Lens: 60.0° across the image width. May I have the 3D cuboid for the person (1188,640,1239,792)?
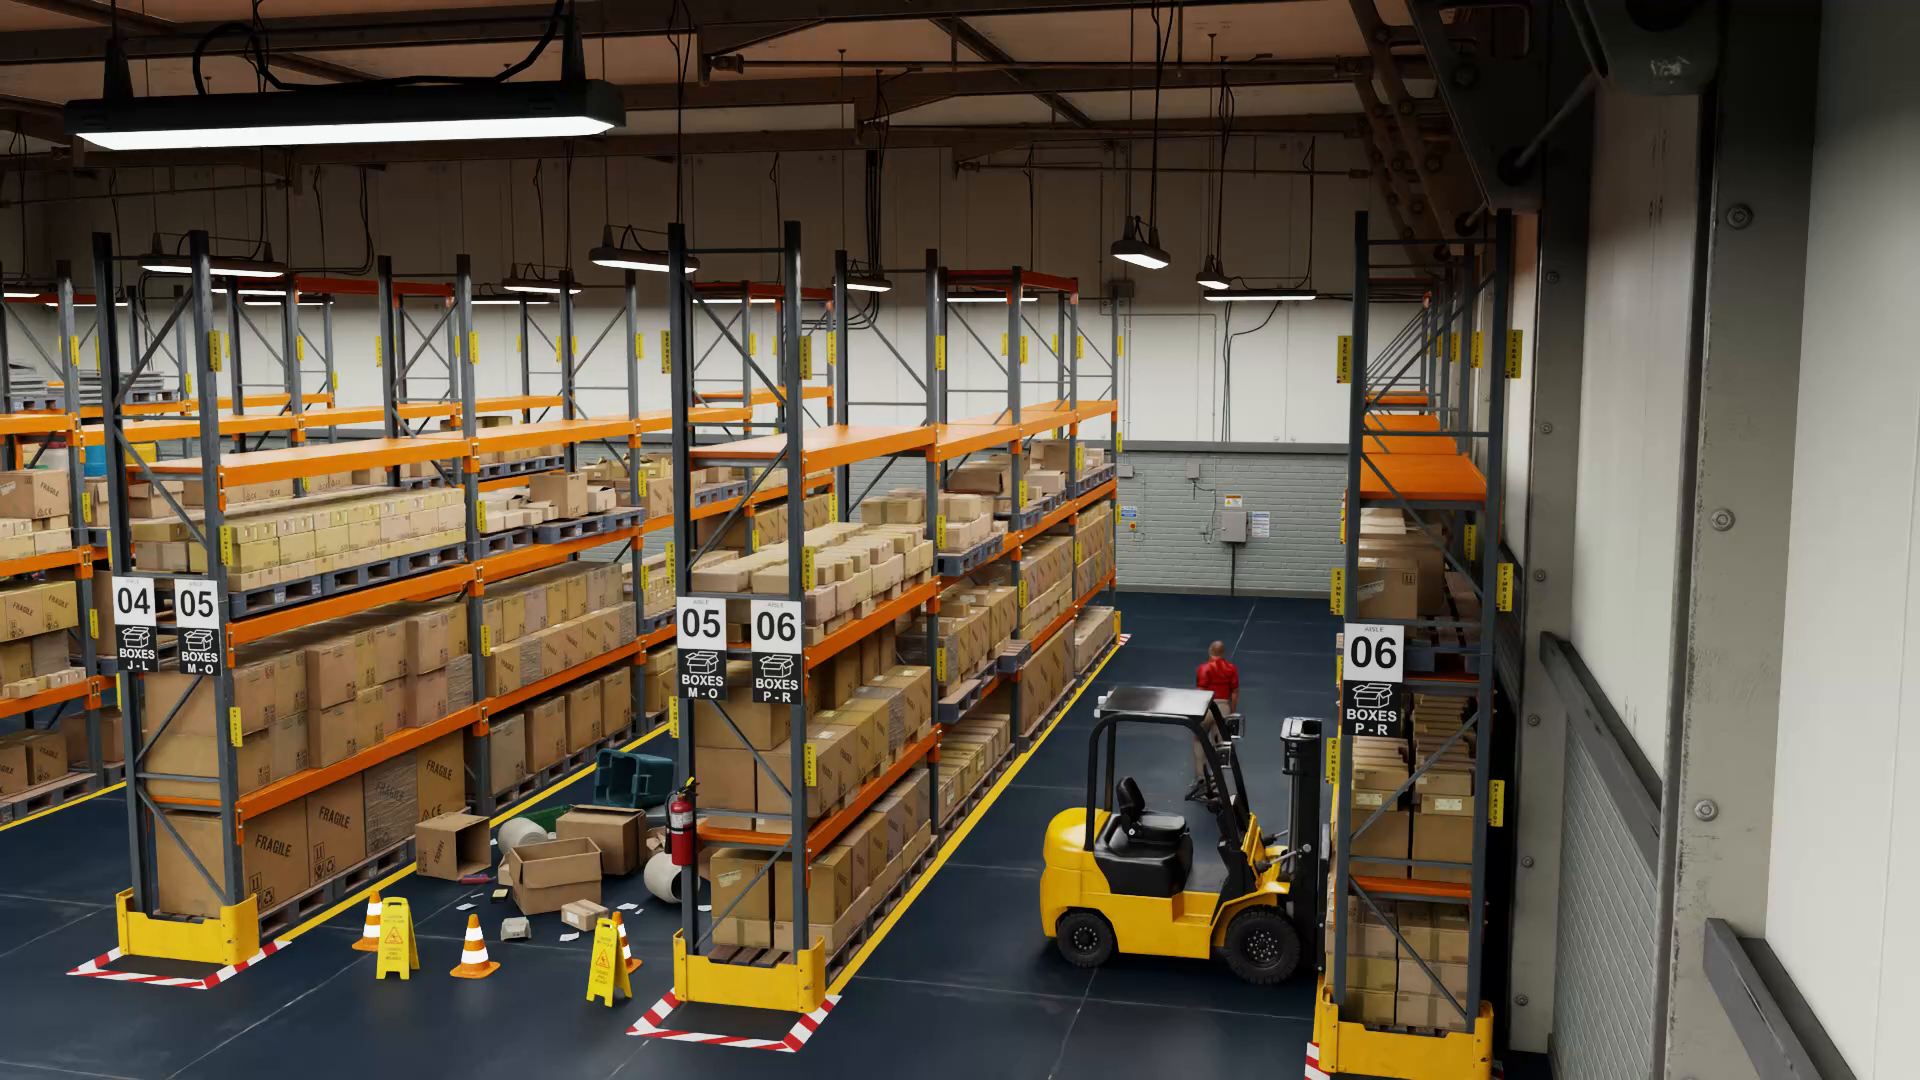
[{"bbox_3d":[2.917,2.032,18.999,0.546,1.776,0.609,0,7,2],"label":"person"}]
